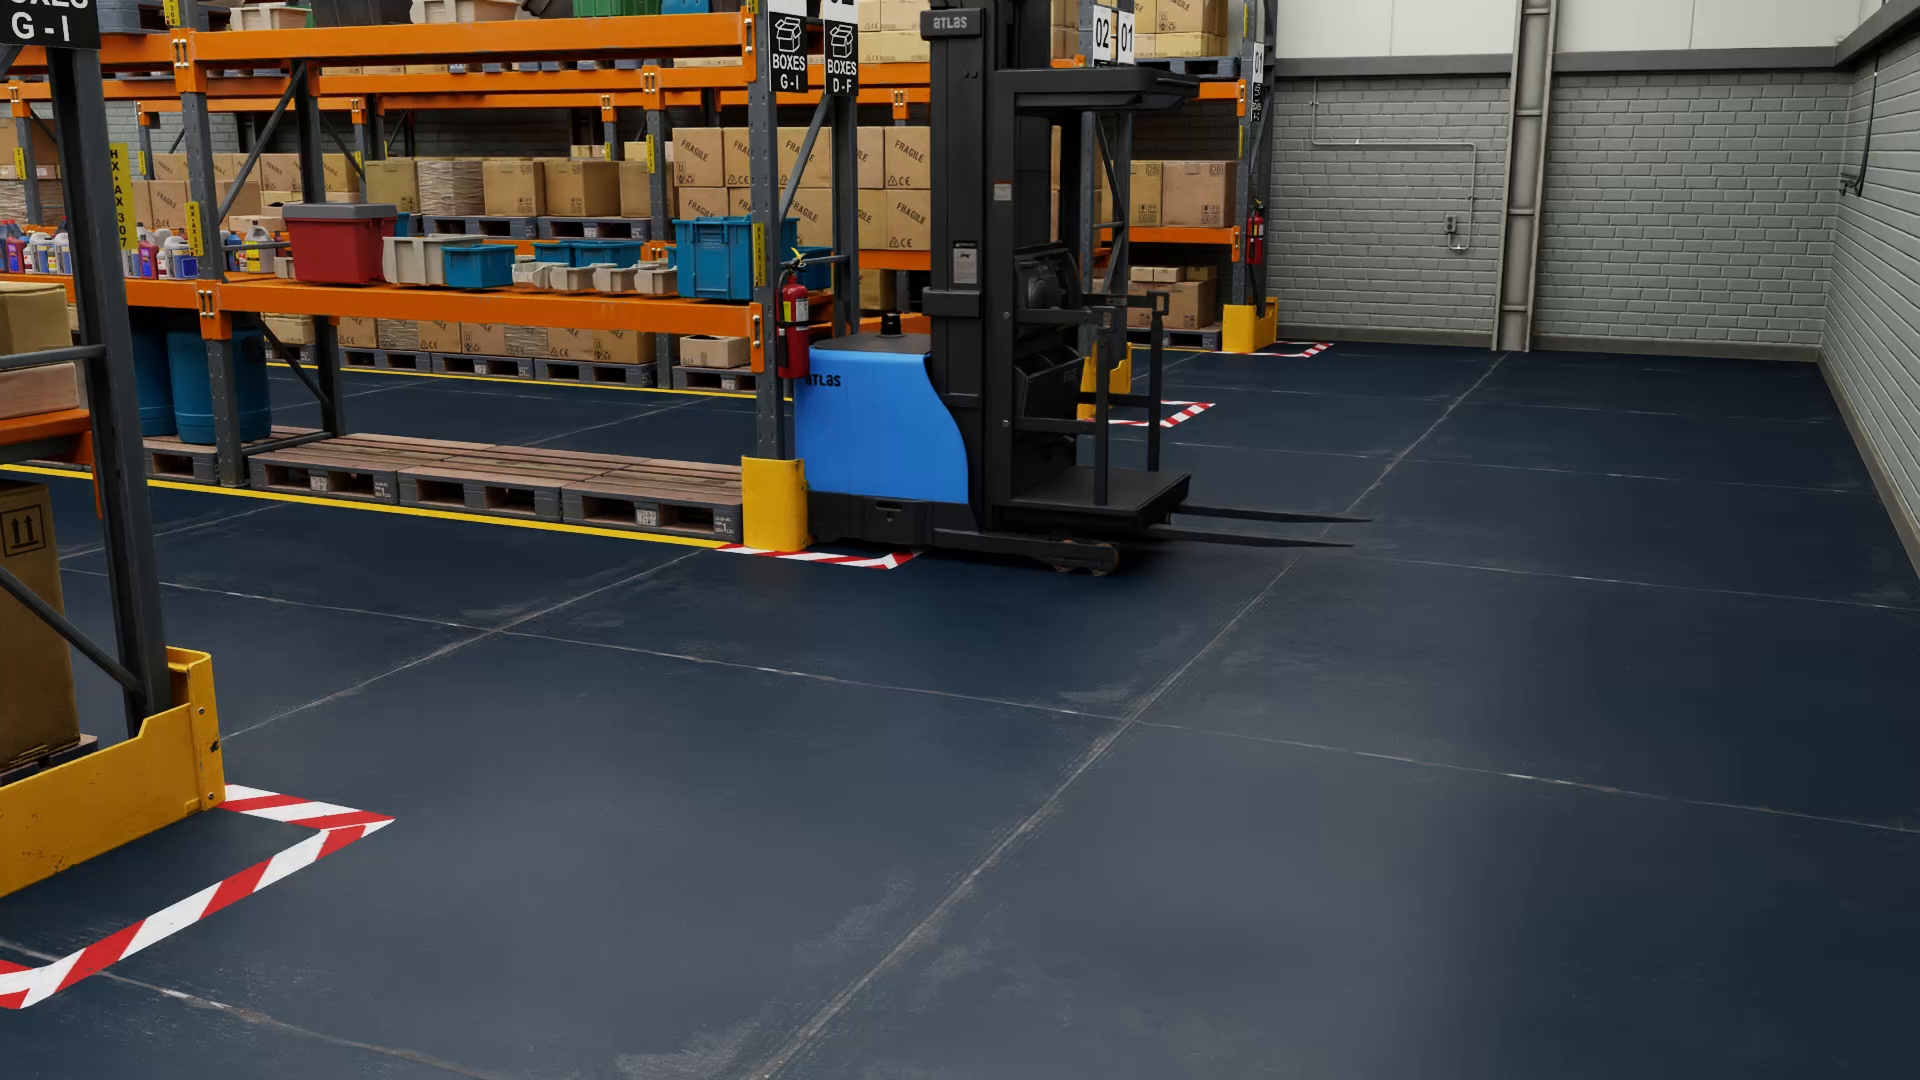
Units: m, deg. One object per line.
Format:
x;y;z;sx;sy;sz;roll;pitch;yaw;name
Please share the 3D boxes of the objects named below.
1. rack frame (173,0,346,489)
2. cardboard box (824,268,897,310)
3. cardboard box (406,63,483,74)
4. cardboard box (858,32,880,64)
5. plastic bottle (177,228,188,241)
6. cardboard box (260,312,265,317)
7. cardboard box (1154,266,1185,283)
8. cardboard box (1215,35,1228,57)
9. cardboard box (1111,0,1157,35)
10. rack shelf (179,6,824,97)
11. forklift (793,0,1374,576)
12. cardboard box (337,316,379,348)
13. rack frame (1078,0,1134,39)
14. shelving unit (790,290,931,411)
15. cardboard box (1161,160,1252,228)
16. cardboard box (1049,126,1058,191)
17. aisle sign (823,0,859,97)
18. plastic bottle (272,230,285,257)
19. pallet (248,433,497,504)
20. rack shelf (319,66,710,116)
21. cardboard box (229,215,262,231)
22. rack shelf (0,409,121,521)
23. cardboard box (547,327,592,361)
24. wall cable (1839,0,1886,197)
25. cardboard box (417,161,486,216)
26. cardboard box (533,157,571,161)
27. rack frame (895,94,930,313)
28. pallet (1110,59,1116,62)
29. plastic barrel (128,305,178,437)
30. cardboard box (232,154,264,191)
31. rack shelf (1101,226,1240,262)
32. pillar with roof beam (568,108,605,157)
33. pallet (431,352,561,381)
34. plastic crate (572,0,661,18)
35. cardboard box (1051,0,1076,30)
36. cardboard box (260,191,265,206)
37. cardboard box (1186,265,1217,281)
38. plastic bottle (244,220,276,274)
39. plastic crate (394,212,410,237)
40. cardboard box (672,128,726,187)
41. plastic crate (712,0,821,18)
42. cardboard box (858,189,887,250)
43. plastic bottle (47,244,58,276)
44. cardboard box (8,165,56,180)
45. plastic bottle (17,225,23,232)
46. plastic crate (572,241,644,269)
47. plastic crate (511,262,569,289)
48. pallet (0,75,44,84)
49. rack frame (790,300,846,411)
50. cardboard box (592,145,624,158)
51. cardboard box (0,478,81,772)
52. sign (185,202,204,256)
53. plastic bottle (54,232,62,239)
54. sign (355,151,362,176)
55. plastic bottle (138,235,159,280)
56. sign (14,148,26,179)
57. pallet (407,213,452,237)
-4.496;-1.897;10.772;0.127;3.000;1.000;6;14;23;rack frame
-1.131;-3.157;19.928;0.750;0.750;0.750;6;14;24;cardboard box
-4.790;-4.681;15.854;0.500;0.500;0.910;6;14;23;cardboard box
-0.772;-4.082;13.848;0.500;0.250;0.500;6;14;23;cardboard box
-5.471;-2.045;11.659;0.133;0.283;0.061;6;14;23;plastic bottle
-7.200;-2.484;17.145;0.500;0.311;0.500;6;14;22;cardboard box
2.302;-2.917;18.252;0.250;0.149;0.380;6;14;23;cardboard box
2.605;-5.355;18.134;0.500;0.250;0.500;7;15;26;cardboard box
1.941;-5.661;17.795;0.500;0.500;0.500;6;15;25;cardboard box
-2.668;-2.822;9.722;4.000;0.370;1.077;6;14;23;rack shelf
0.652;-1.382;8.730;3.031;2.935;1.130;5;14;21;forklift
-5.843;-2.196;16.558;0.500;0.500;0.500;6;15;26;cardboard box
1.171;-5.481;12.917;0.127;3.000;1.000;6;14;23;rack frame
-0.476;-0.942;10.221;0.538;1.125;1.048;4;14;43;shelving unit
2.703;-3.787;18.171;0.700;0.700;0.980;7;15;26;cardboard box
0.652;-3.080;13.407;0.500;0.500;0.500;6;14;23;cardboard box
-0.653;-2.848;9.133;0.004;0.787;0.394;6;14;23;aisle sign
-4.659;-1.963;11.309;0.133;0.283;0.061;6;14;23;plastic bottle
-3.808;-0.479;10.835;1.213;0.211;1.003;6;14;23;pallet
-4.315;-4.226;15.707;4.000;0.370;1.077;6;14;23;rack shelf
-7.333;-3.285;17.238;0.250;0.149;0.380;7;15;27;cardboard box
-4.674;-0.327;5.656;4.000;0.370;1.077;6;14;23;rack shelf
-3.503;-1.961;15.556;0.500;0.500;0.500;6;14;23;cardboard box
8.200;-4.407;15.134;0.112;2.526;3.097;6;14;23;wall cable
-4.764;-3.395;16.018;0.500;0.500;0.700;9;16;34;cardboard box
-5.097;-4.686;21.478;0.500;0.500;0.700;4;14;18;cardboard box
-0.484;-3.966;19.590;0.127;3.000;1.000;6;14;23;rack frame
1.372;-5.192;18.443;1.213;0.211;1.003;6;14;23;pallet
-5.634;-1.199;11.472;0.708;0.901;0.600;6;14;23;plastic barrel
-9.746;-5.129;23.189;0.500;0.500;0.500;6;15;25;cardboard box
1.345;-3.431;18.884;4.000;0.370;1.077;6;14;23;rack shelf
-6.723;-6.658;17.933;0.400;9.000;9.100;6;14;23;pillar with roof beam
-4.365;-1.753;16.265;1.213;0.211;1.003;6;14;23;pallet
-1.857;-2.915;9.011;0.336;0.188;0.450;6;14;23;plastic crate
0.598;-4.186;13.195;0.500;0.250;0.500;6;14;23;cardboard box
-9.733;-4.761;23.262;0.500;0.250;0.500;6;14;24;cardboard box
2.688;-2.973;18.492;0.250;0.149;0.380;6;14;24;cardboard box
-4.724;-1.977;11.220;0.185;0.351;0.144;6;14;23;plastic bottle
-3.931;-1.946;10.886;0.575;0.384;0.392;6;14;23;plastic crate
-2.170;-3.364;14.617;0.500;0.500;0.500;6;15;25;cardboard box
-1.078;-3.017;9.266;0.590;0.269;0.497;6;14;23;plastic crate
-0.740;-2.735;14.127;0.500;0.500;0.500;6;14;22;cardboard box
-6.023;-1.867;11.079;0.097;0.201;0.097;0;13;0;plastic bottle
-10.136;-4.016;18.165;0.250;0.149;0.380;6;14;23;cardboard box
-6.946;-2.184;12.277;0.097;0.271;0.097;0;13;0;plastic bottle
-2.135;-1.688;10.116;0.300;0.233;0.416;6;14;23;plastic crate
-2.460;-1.539;9.693;0.250;0.136;0.298;6;14;23;plastic crate
-10.591;-5.162;18.315;1.213;0.211;1.003;6;14;23;pallet
-0.819;-0.847;9.858;0.500;1.125;0.032;4;14;43;rack frame
-4.468;-4.940;21.141;0.250;0.149;0.380;4;14;16;cardboard box
-3.463;0.295;5.161;0.875;0.875;0.875;6;14;23;cardboard box
-4.721;-1.917;10.251;0.005;0.325;0.100;6;14;23;sign
-6.084;-1.945;11.260;0.097;0.271;0.097;0;13;0;plastic bottle
-8.011;-5.014;22.160;0.005;0.325;0.100;6;14;23;sign
-5.218;-1.821;10.703;0.133;0.283;0.061;6;14;23;plastic bottle
-10.024;-4.015;17.731;0.005;0.325;0.100;6;14;23;sign
-5.496;-3.160;16.574;1.003;0.211;1.213;6;14;23;pallet
